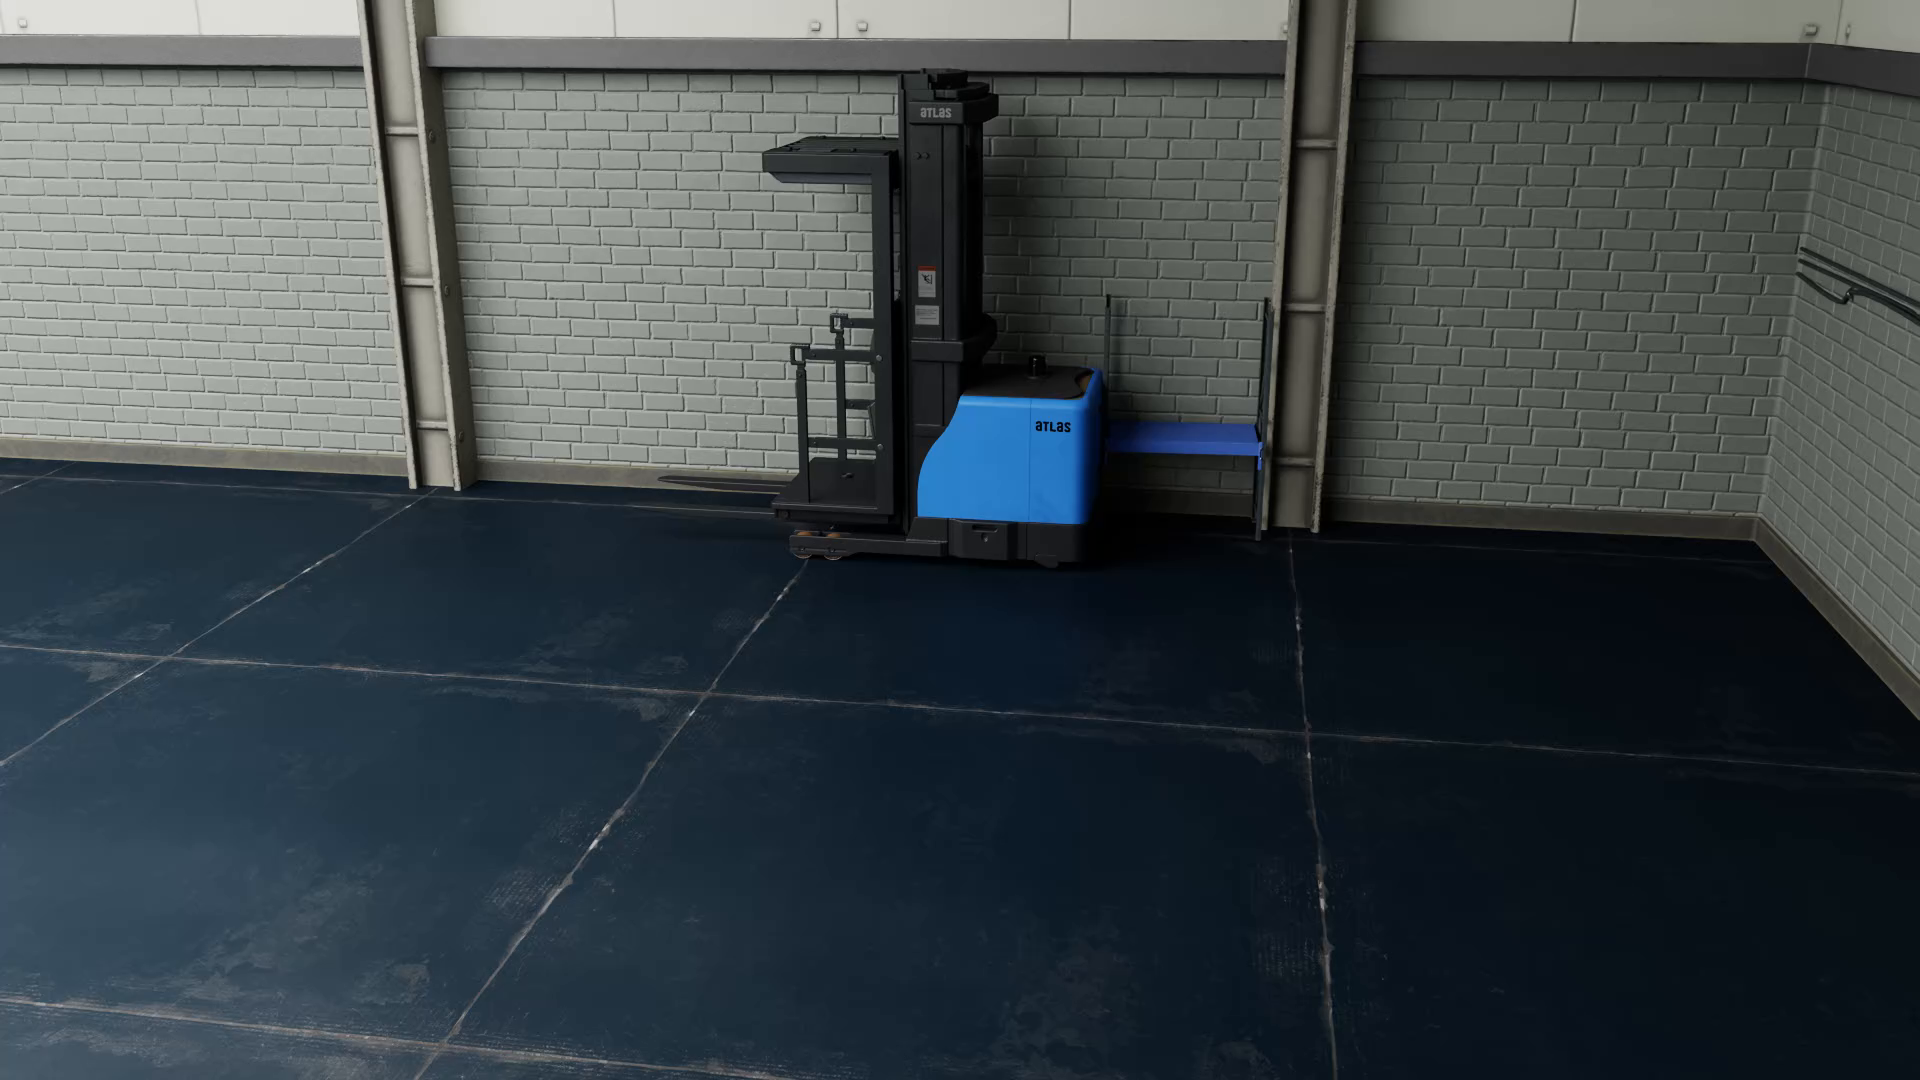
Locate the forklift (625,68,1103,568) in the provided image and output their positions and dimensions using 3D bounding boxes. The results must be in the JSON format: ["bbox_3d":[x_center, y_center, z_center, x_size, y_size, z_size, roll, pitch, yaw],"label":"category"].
[{"bbox_3d":[-0.621,-1.424,10.439,3.031,2.935,1.130,3,19,9],"label":"forklift"}]

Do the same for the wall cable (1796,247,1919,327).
[{"bbox_3d":[4.897,-2.340,8.508,0.112,2.526,3.097,3,19,9],"label":"wall cable"}]

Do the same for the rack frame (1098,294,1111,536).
[{"bbox_3d":[0.947,-0.819,10.870,0.032,1.500,0.500,2,19,6],"label":"rack frame"}]

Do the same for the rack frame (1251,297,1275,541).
[{"bbox_3d":[1.958,-0.784,10.770,0.032,1.500,0.500,2,19,6],"label":"rack frame"}]

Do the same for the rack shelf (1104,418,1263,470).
[{"bbox_3d":[1.452,-0.631,10.877,1.000,0.185,0.538,2,19,6],"label":"rack shelf"}]

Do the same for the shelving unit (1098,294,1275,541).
[{"bbox_3d":[1.452,-0.801,10.820,1.048,1.500,0.538,2,19,6],"label":"shelving unit"}]

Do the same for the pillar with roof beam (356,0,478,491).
[{"bbox_3d":[-4.409,-3.328,6.568,0.400,9.000,9.100,3,19,9],"label":"pillar with roof beam"}]

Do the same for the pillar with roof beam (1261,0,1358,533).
[{"bbox_3d":[1.515,-3.026,5.666,0.400,9.000,9.100,3,19,9],"label":"pillar with roof beam"}]
